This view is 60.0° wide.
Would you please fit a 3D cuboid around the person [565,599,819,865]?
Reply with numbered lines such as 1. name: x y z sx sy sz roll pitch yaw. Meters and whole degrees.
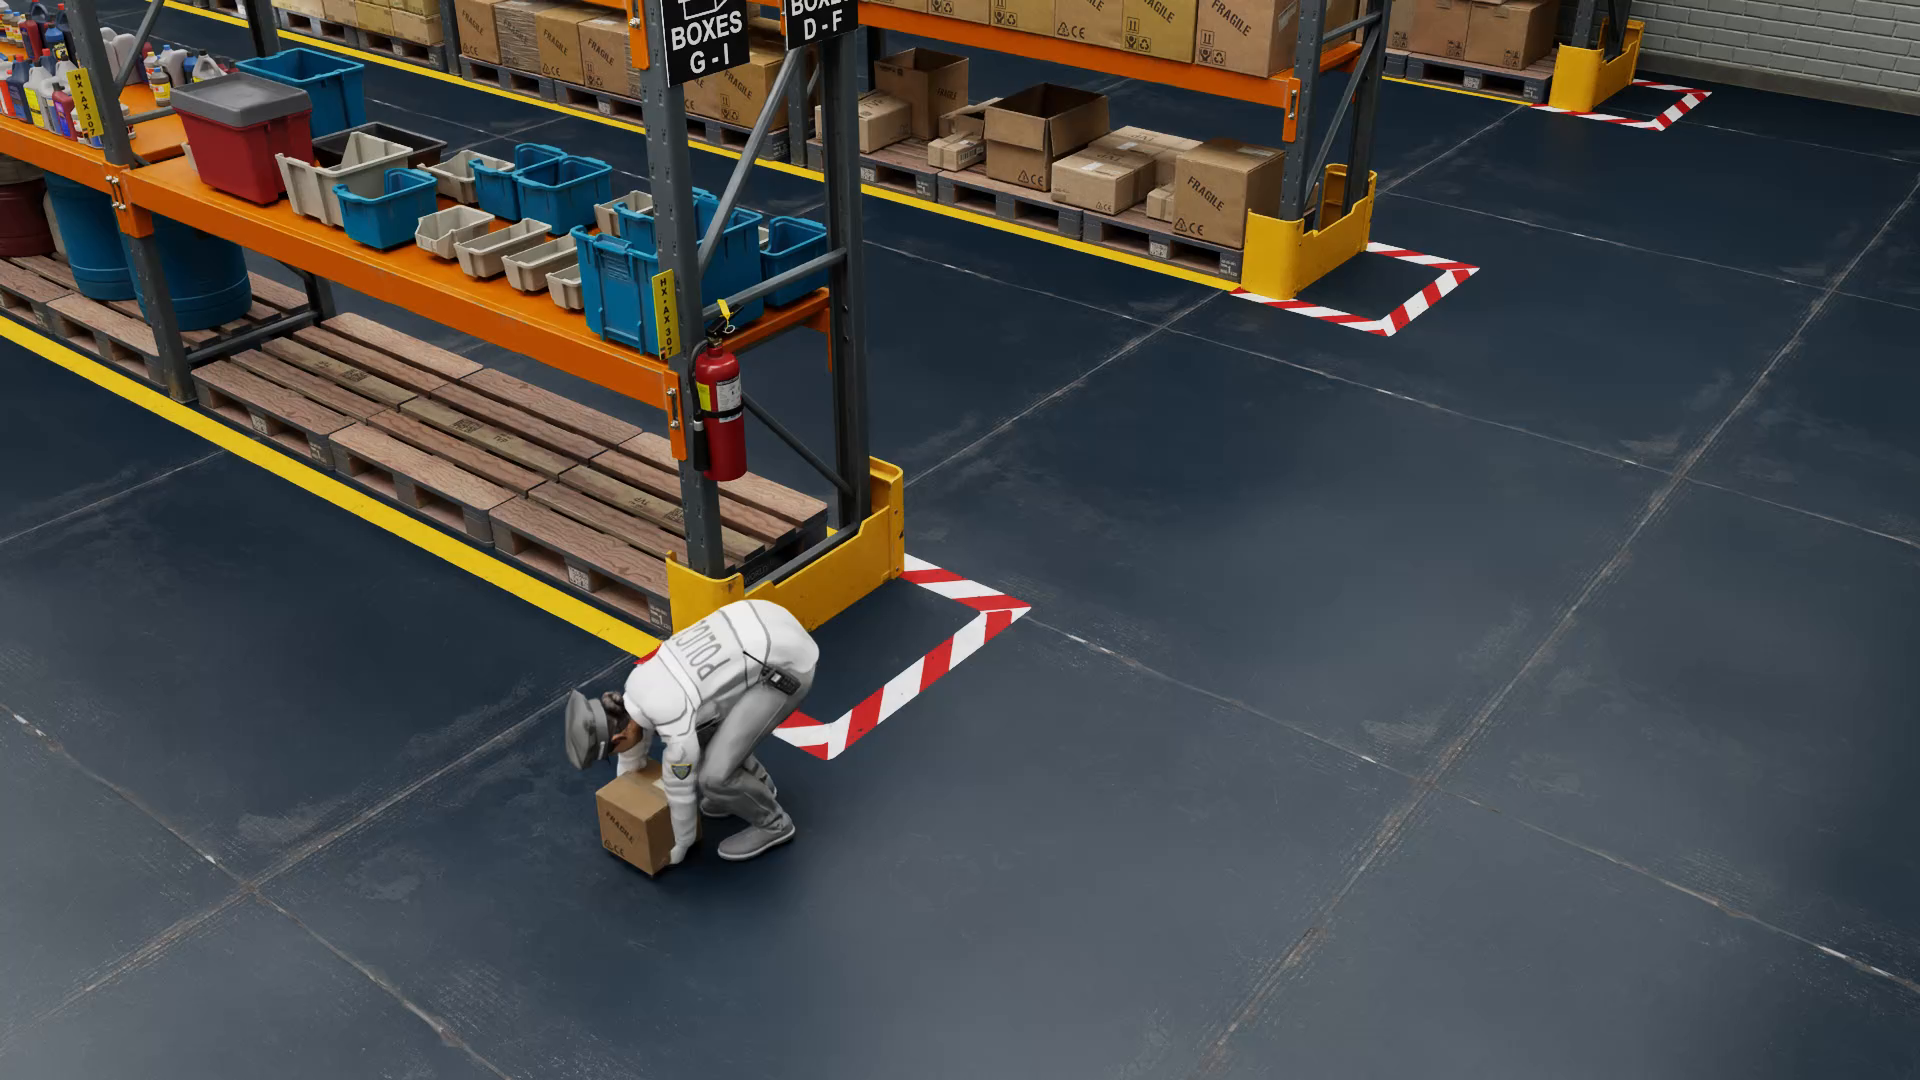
1. person: -0.913 0.690 5.745 0.886 0.883 0.463 -13 34 -21
